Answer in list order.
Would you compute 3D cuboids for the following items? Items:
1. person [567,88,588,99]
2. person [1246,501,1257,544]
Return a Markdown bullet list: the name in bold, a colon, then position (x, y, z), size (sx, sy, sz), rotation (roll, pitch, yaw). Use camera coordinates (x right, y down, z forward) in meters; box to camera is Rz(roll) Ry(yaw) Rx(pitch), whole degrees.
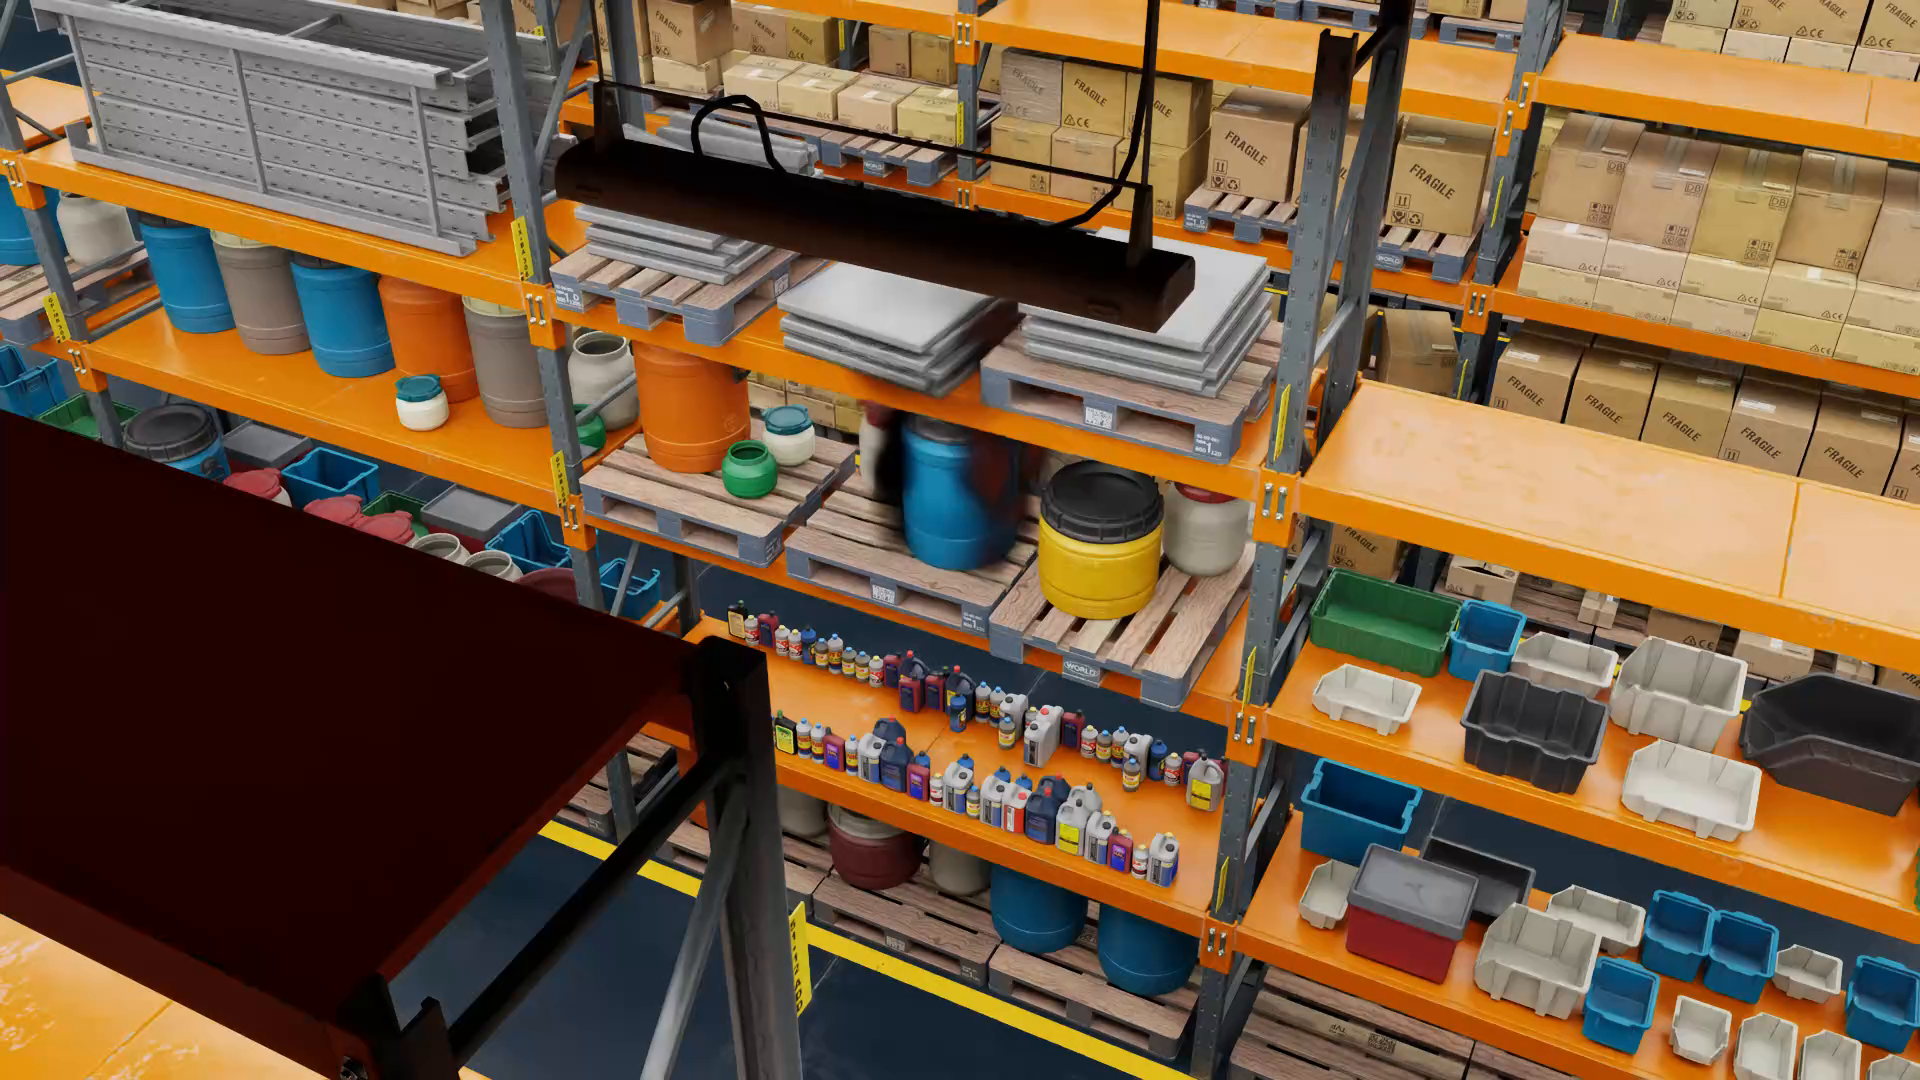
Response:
- **person**: position (-4.529, -4.947, 19.474), size (0.453, 1.649, 0.555), rotation (-20, 40, -26)
- **person**: position (1.980, -0.178, 12.065), size (0.580, 1.802, 0.465), rotation (6, 35, 8)
